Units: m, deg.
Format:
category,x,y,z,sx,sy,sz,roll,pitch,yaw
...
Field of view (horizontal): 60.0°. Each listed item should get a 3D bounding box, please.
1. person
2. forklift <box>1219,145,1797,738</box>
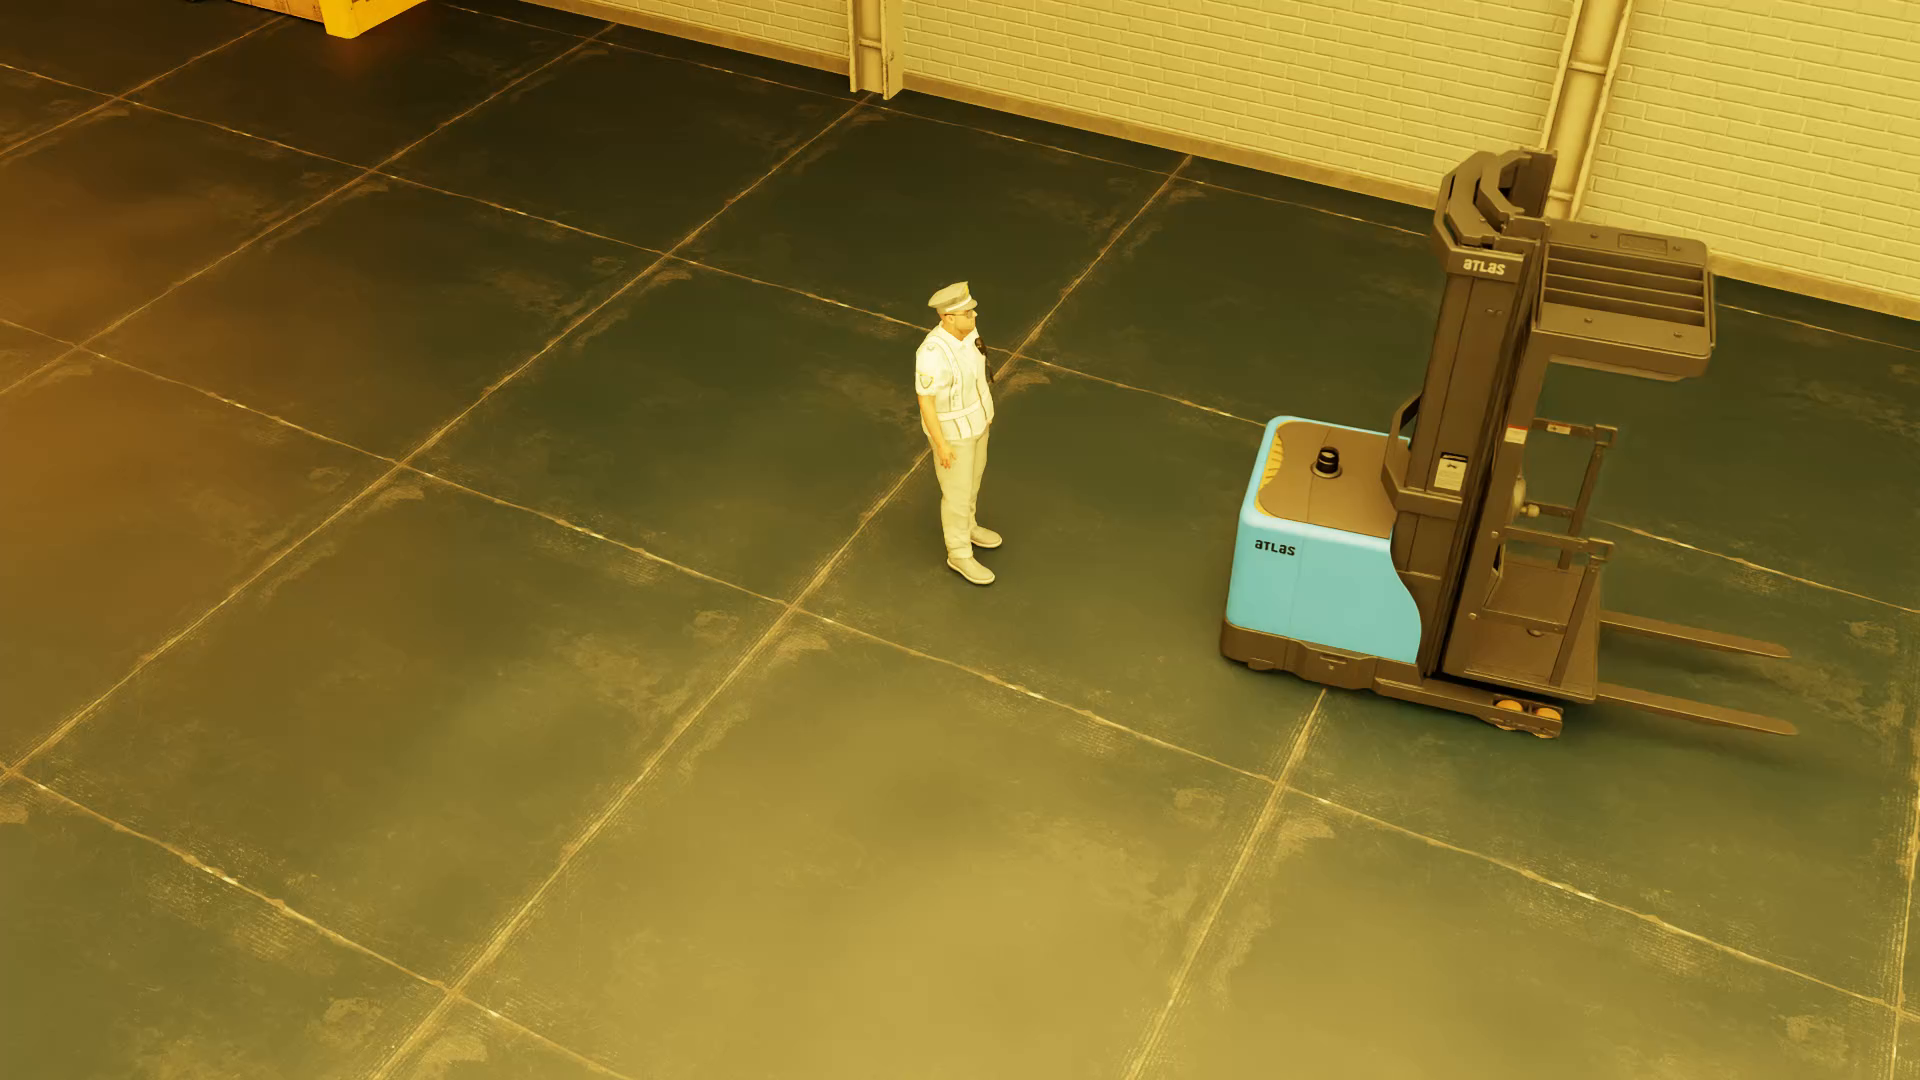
category,x,y,z,sx,sy,sz,roll,pitch,yaw
person,0.064,-0.658,9.647,0.574,1.781,0.641,18,43,21
forklift,3.045,-0.436,8.504,3.031,2.935,1.130,12,42,14
